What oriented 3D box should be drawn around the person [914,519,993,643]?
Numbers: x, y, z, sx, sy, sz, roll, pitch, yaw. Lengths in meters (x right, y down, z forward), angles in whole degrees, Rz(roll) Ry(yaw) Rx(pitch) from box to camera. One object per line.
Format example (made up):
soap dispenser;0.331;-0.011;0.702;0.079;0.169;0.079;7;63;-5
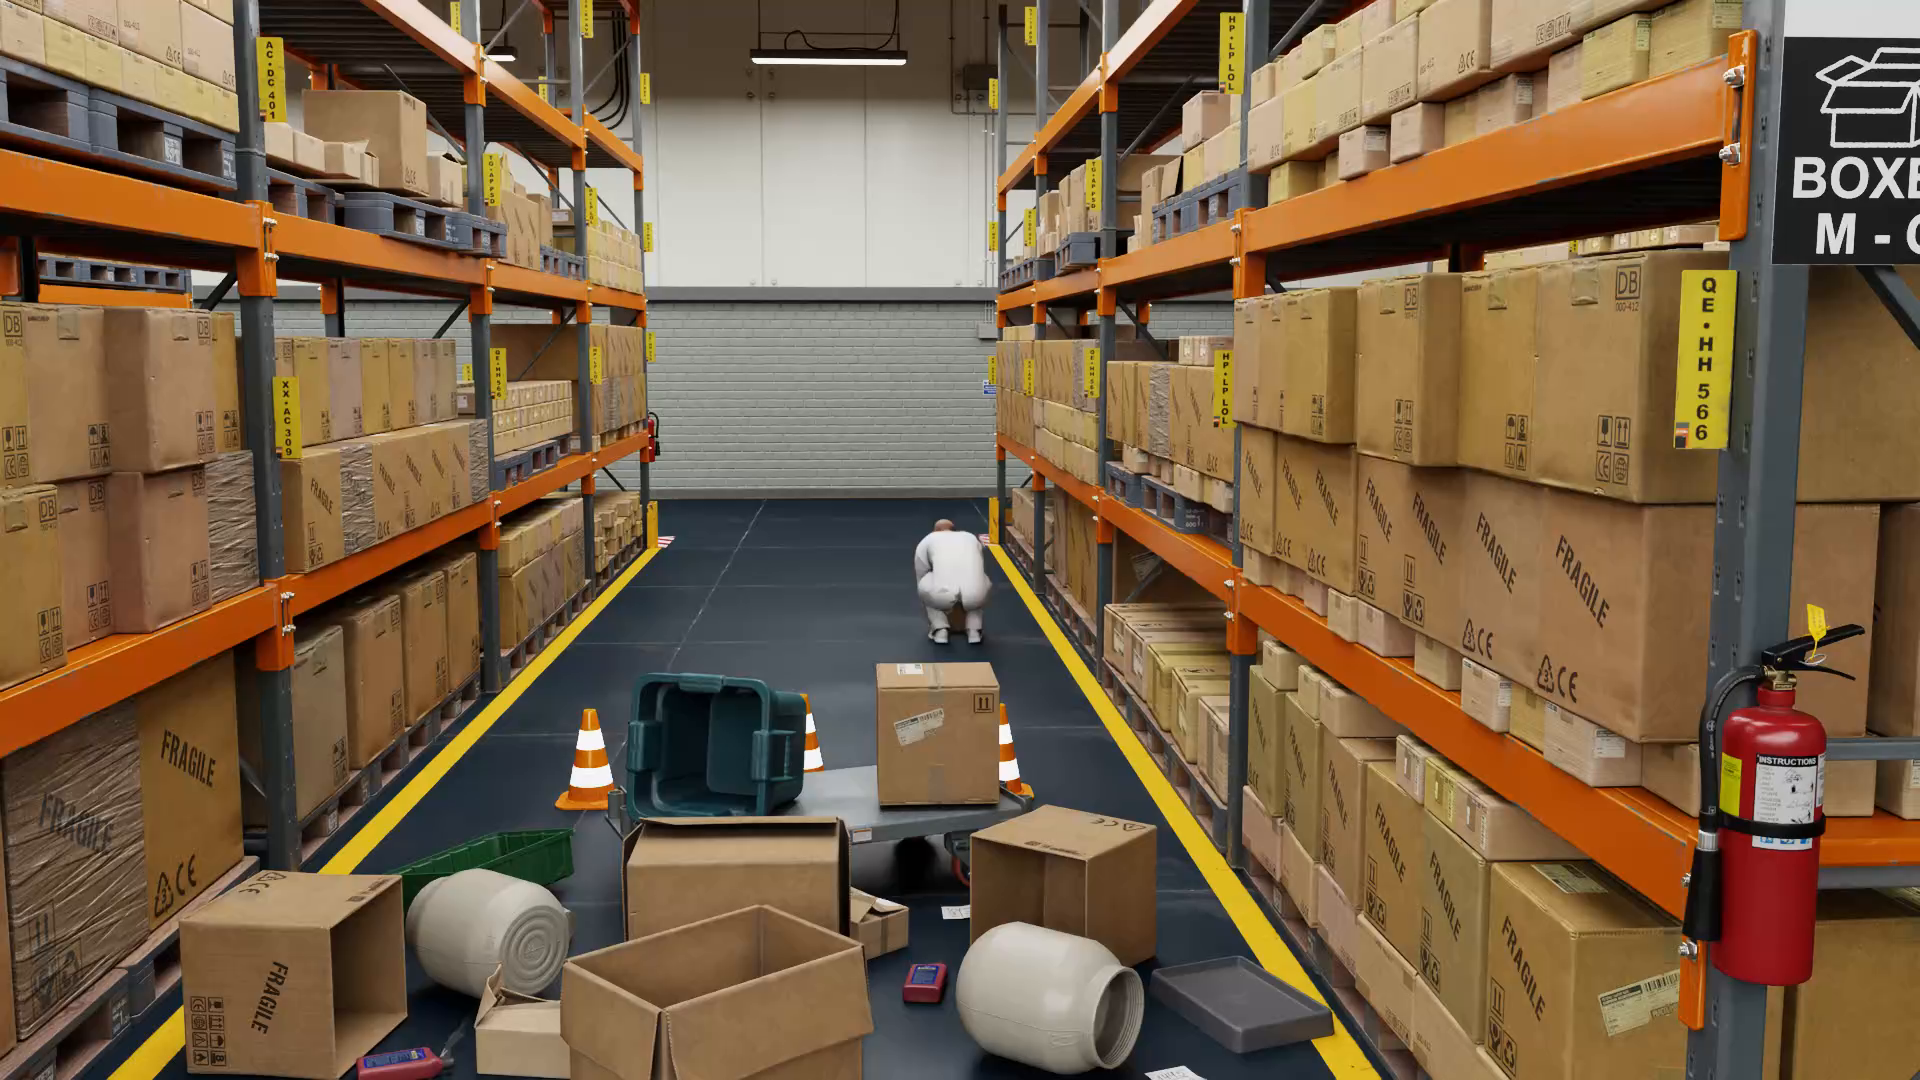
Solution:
person;-0.050;0.315;12.915;0.602;0.895;0.908;0;7;-4
